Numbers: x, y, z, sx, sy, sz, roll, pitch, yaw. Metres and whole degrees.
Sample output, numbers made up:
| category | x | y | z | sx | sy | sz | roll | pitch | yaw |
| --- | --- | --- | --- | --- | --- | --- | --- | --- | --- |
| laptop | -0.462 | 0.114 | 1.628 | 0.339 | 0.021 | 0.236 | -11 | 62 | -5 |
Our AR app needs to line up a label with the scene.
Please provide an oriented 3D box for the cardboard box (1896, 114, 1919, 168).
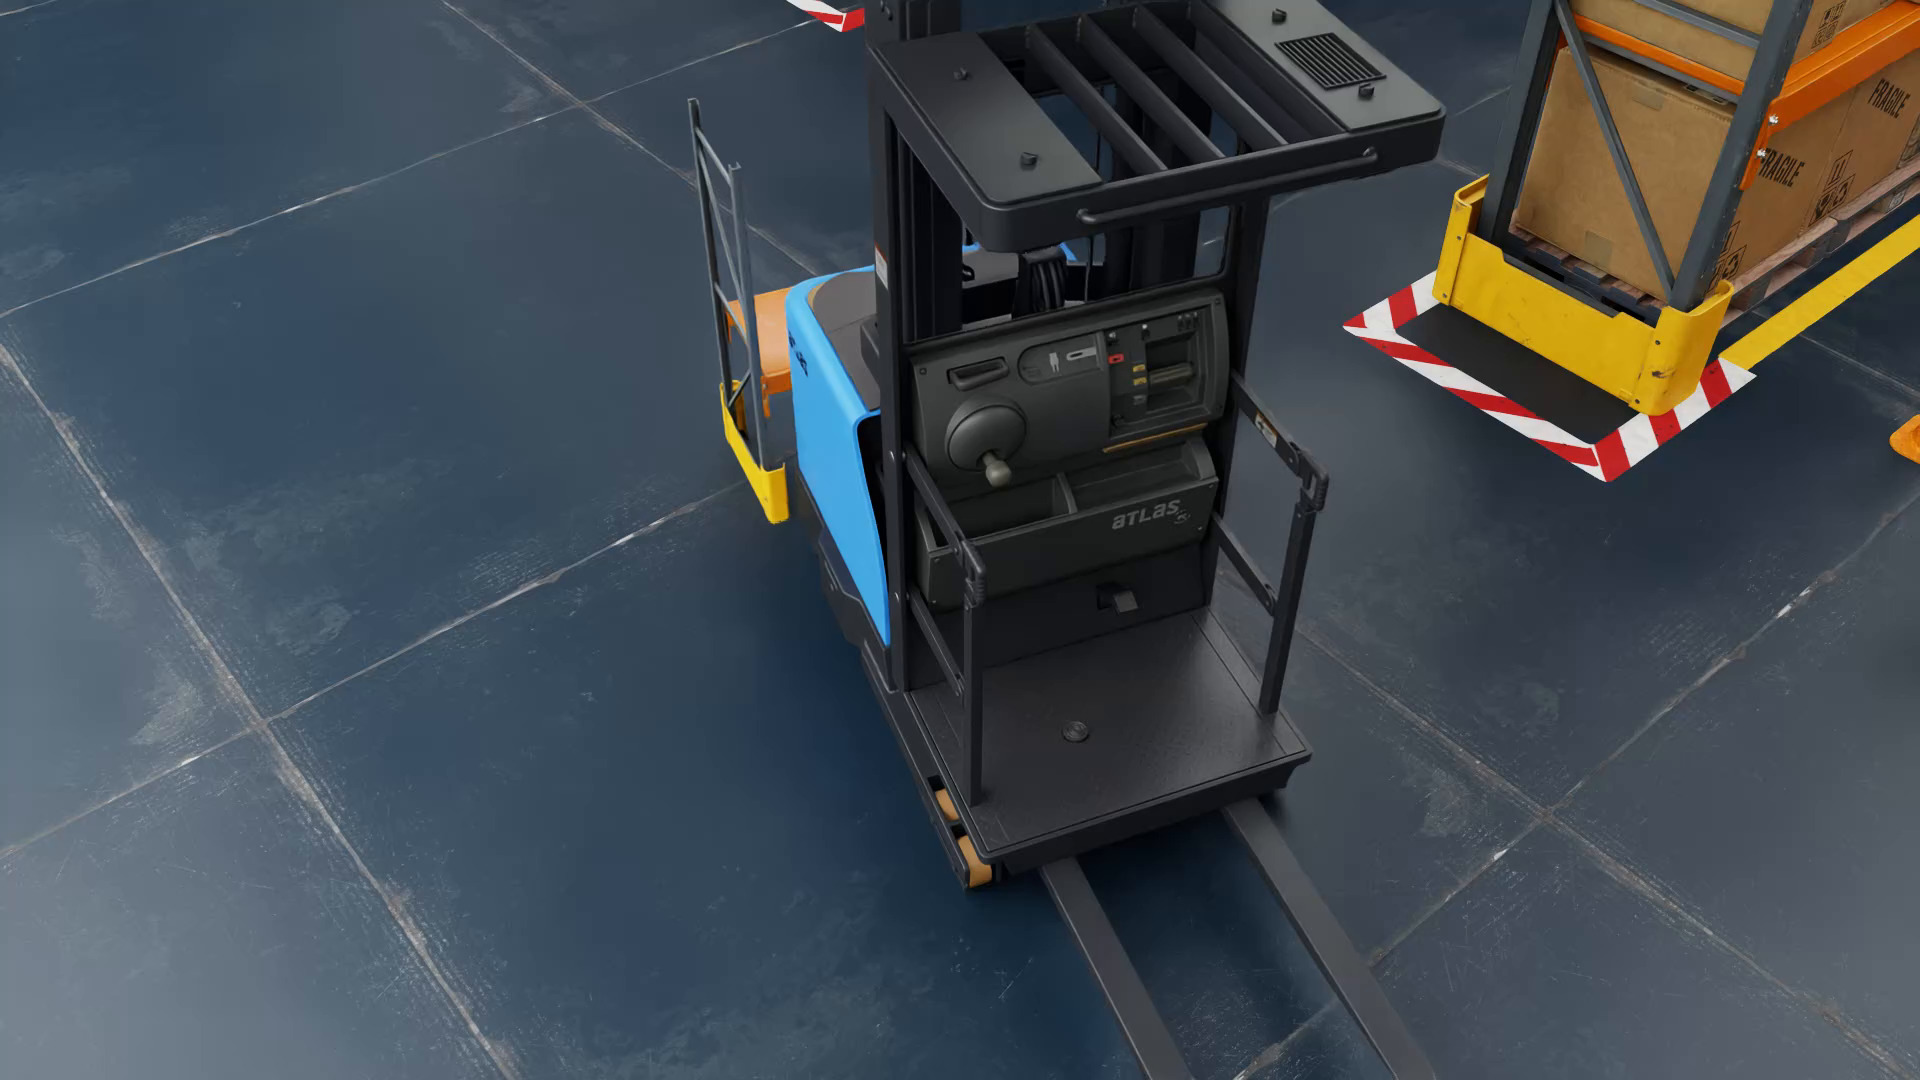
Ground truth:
| category | x | y | z | sx | sy | sz | roll | pitch | yaw |
| --- | --- | --- | --- | --- | --- | --- | --- | --- | --- |
| cardboard box | 4.456 | -2.471 | 7.935 | 0.875 | 0.875 | 0.875 | -29 | 51 | -28 |

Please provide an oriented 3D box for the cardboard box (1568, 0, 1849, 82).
| category | x | y | z | sx | sy | sz | roll | pitch | yaw |
| --- | --- | --- | --- | --- | --- | --- | --- | --- | --- |
| cardboard box | 2.860 | -2.215 | 6.307 | 0.550 | 0.550 | 0.875 | -30 | 51 | -28 |

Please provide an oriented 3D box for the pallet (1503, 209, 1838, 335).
| category | x | y | z | sx | sy | sz | roll | pitch | yaw |
| --- | --- | --- | --- | --- | --- | --- | --- | --- | --- |
| pallet | 3.168 | -1.349 | 7.532 | 1.213 | 0.211 | 1.003 | -30 | 51 | -28 |

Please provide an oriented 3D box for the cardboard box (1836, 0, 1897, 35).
| category | x | y | z | sx | sy | sz | roll | pitch | yaw |
| --- | --- | --- | --- | --- | --- | --- | --- | --- | --- |
| cardboard box | 3.268 | -2.468 | 6.577 | 0.550 | 0.550 | 0.875 | -30 | 51 | -28 |

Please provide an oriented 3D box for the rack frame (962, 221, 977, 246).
| category | x | y | z | sx | sy | sz | roll | pitch | yaw |
| --- | --- | --- | --- | --- | --- | --- | --- | --- | --- |
| rack frame | 0.119 | -1.075 | 6.299 | 0.032 | 1.500 | 0.500 | -16 | 46 | -17 |

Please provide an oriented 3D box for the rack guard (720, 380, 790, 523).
| category | x | y | z | sx | sy | sz | roll | pitch | yaw |
| --- | --- | --- | --- | --- | --- | --- | --- | --- | --- |
| rack guard | -0.797 | -0.348 | 6.438 | 0.087 | 0.250 | 0.587 | -16 | 46 | -17 |

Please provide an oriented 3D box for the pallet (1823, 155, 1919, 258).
| category | x | y | z | sx | sy | sz | roll | pitch | yaw |
| --- | --- | --- | --- | --- | --- | --- | --- | --- | --- |
| pallet | 4.103 | -1.882 | 8.100 | 1.213 | 0.211 | 1.003 | -30 | 51 | -28 |

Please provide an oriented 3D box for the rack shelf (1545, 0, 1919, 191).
| category | x | y | z | sx | sy | sz | roll | pitch | yaw |
| --- | --- | --- | --- | --- | --- | --- | --- | --- | --- |
| rack shelf | 4.138 | -2.589 | 7.341 | 4.000 | 0.370 | 1.077 | -30 | 51 | -28 |

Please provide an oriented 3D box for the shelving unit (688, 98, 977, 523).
| category | x | y | z | sx | sy | sz | roll | pitch | yaw |
| --- | --- | --- | --- | --- | --- | --- | --- | --- | --- |
| shelving unit | -0.340 | -0.939 | 6.155 | 1.083 | 1.500 | 0.587 | -16 | 46 | -17 |

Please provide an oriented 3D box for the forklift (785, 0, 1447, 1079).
| category | x | y | z | sx | sy | sz | roll | pitch | yaw |
| --- | --- | --- | --- | --- | --- | --- | --- | --- | --- |
| forklift | 0.400 | -0.332 | 4.463 | 1.130 | 2.935 | 3.031 | -15 | 45 | -15 |

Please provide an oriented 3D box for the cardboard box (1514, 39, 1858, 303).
| category | x | y | z | sx | sy | sz | roll | pitch | yaw |
| --- | --- | --- | --- | --- | --- | --- | --- | --- | --- |
| cardboard box | 3.082 | -1.684 | 7.098 | 0.875 | 0.875 | 0.875 | -29 | 51 | -28 |

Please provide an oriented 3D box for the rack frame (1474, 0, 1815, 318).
| category | x | y | z | sx | sy | sz | roll | pitch | yaw |
| --- | --- | --- | --- | --- | --- | --- | --- | --- | --- |
| rack frame | 2.604 | -1.973 | 6.160 | 0.127 | 3.000 | 1.000 | -30 | 51 | -28 |

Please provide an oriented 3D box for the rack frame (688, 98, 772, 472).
| category | x | y | z | sx | sy | sz | roll | pitch | yaw |
| --- | --- | --- | --- | --- | --- | --- | --- | --- | --- |
| rack frame | -0.814 | -0.799 | 6.005 | 0.032 | 1.500 | 0.500 | -16 | 46 | -17 |

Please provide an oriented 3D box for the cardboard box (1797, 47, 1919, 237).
| category | x | y | z | sx | sy | sz | roll | pitch | yaw |
| --- | --- | --- | --- | --- | --- | --- | --- | --- | --- |
| cardboard box | 3.756 | -2.072 | 7.510 | 0.875 | 0.875 | 0.875 | -31 | 51 | -28 |

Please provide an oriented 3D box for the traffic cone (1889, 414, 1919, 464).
| category | x | y | z | sx | sy | sz | roll | pitch | yaw |
| --- | --- | --- | --- | --- | --- | --- | --- | --- | --- |
| traffic cone | 3.923 | -0.536 | 6.483 | 0.334 | 0.463 | 0.336 | -30 | 51 | -28 |

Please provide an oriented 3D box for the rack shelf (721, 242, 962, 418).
| category | x | y | z | sx | sy | sz | roll | pitch | yaw |
| --- | --- | --- | --- | --- | --- | --- | --- | --- | --- |
| rack shelf | -0.348 | -0.806 | 6.275 | 1.000 | 0.185 | 0.538 | -16 | 46 | -17 |

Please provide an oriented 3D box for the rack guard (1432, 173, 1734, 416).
| category | x | y | z | sx | sy | sz | roll | pitch | yaw |
| --- | --- | --- | --- | --- | --- | --- | --- | --- | --- |
| rack guard | 2.586 | -1.051 | 7.004 | 0.348 | 0.500 | 1.175 | -30 | 51 | -28 |
